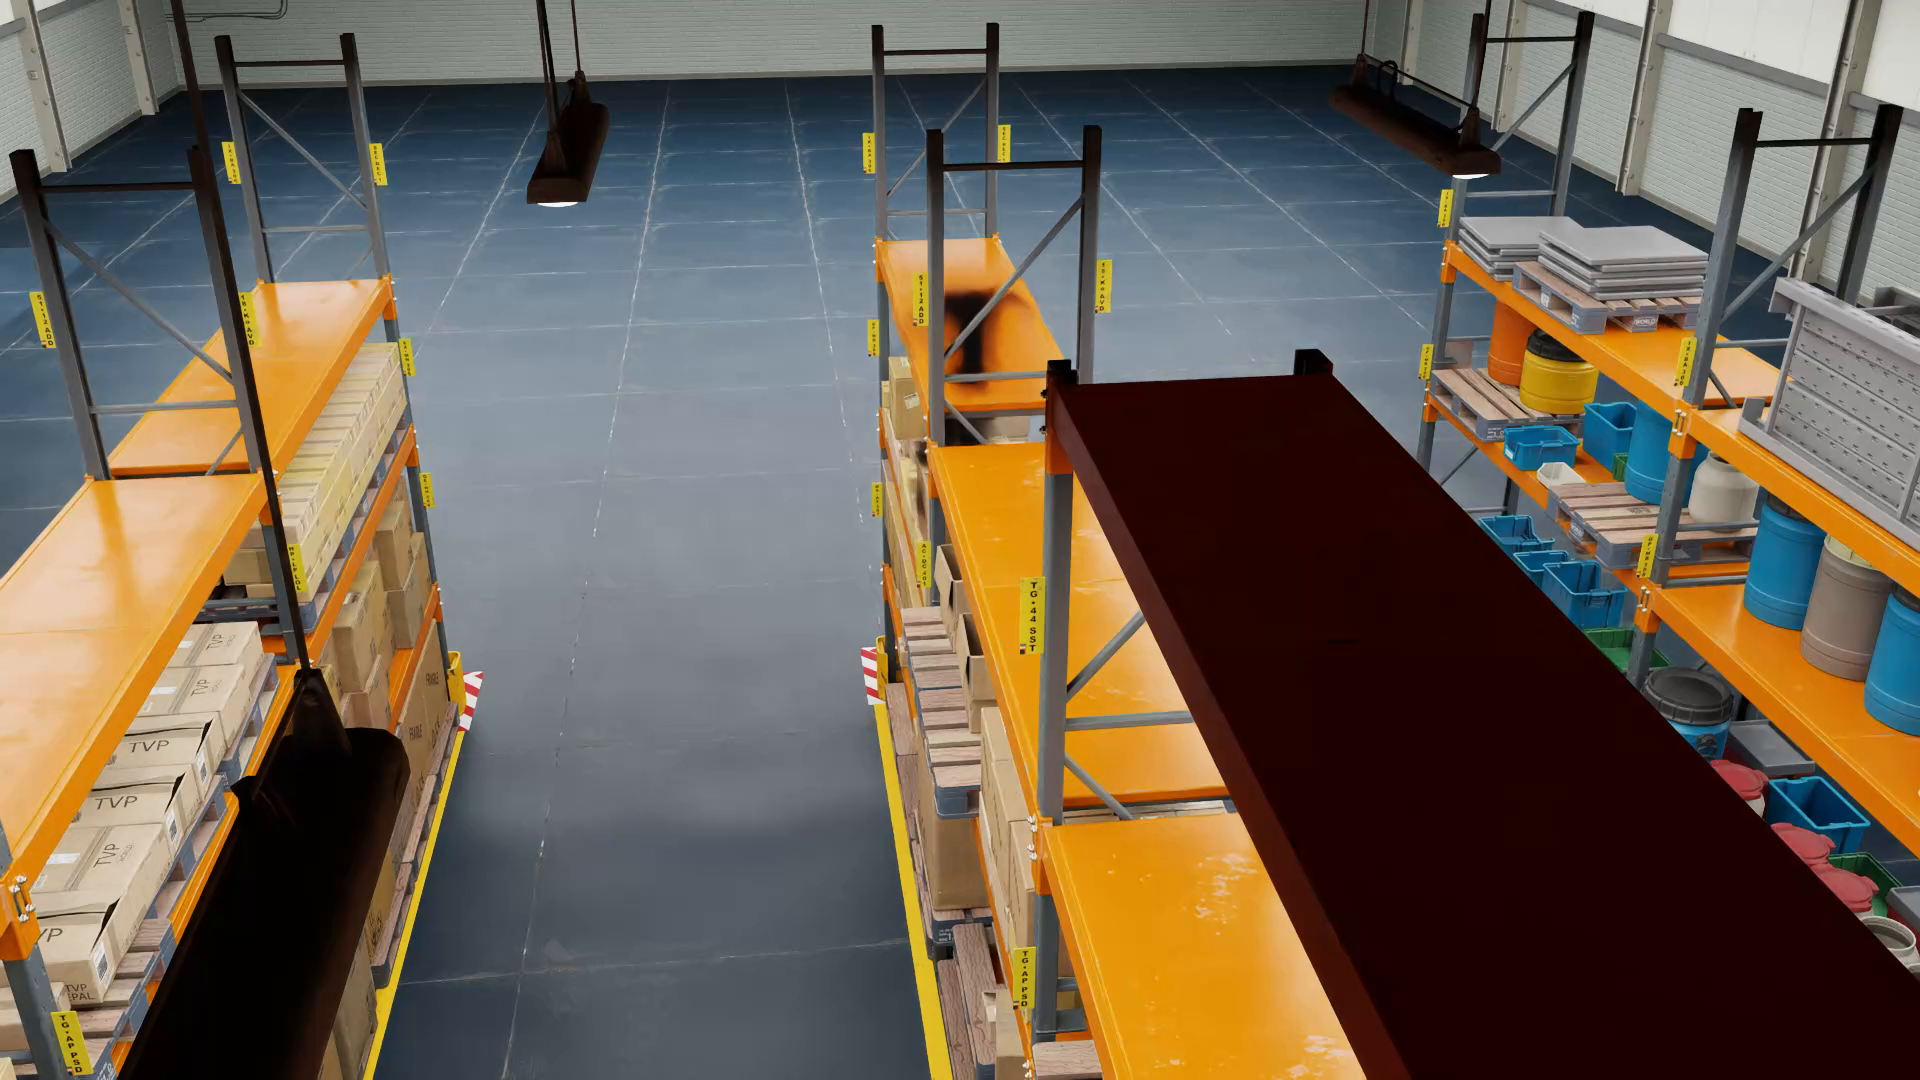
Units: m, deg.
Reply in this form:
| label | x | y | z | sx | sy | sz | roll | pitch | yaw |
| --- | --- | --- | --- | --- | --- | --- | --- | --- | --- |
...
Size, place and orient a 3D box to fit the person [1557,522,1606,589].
| label | x | y | z | sx | sy | sz | roll | pitch | yaw |
| --- | --- | --- | --- | --- | --- | --- | --- | --- | --- |
| person | 6.105 | 0.224 | 16.081 | 0.767 | 1.786 | 0.647 | 22 | 33 | 38 |
